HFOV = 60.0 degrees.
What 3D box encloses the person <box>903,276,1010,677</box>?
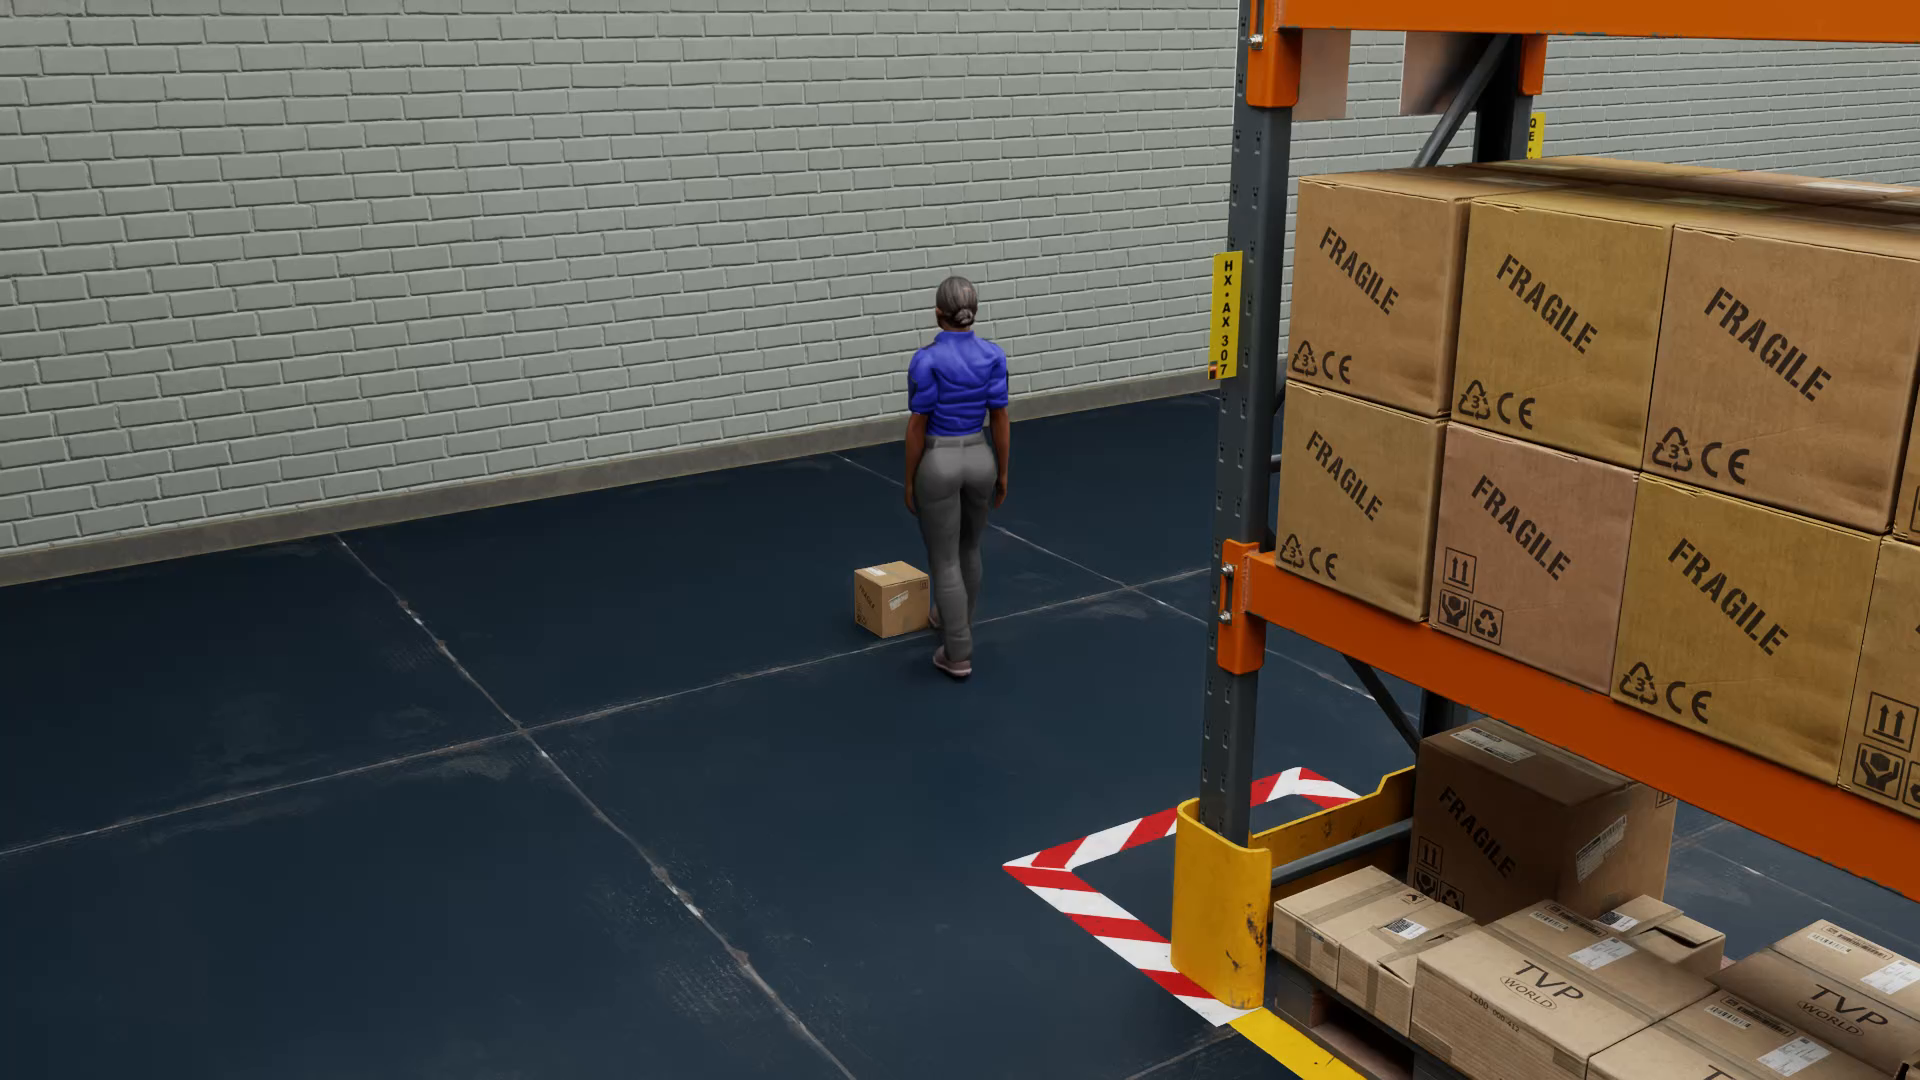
[{"bbox_3d":[-0.063,-0.297,6.953,0.450,1.646,0.672,-9,20,-25],"label":"person"}]
